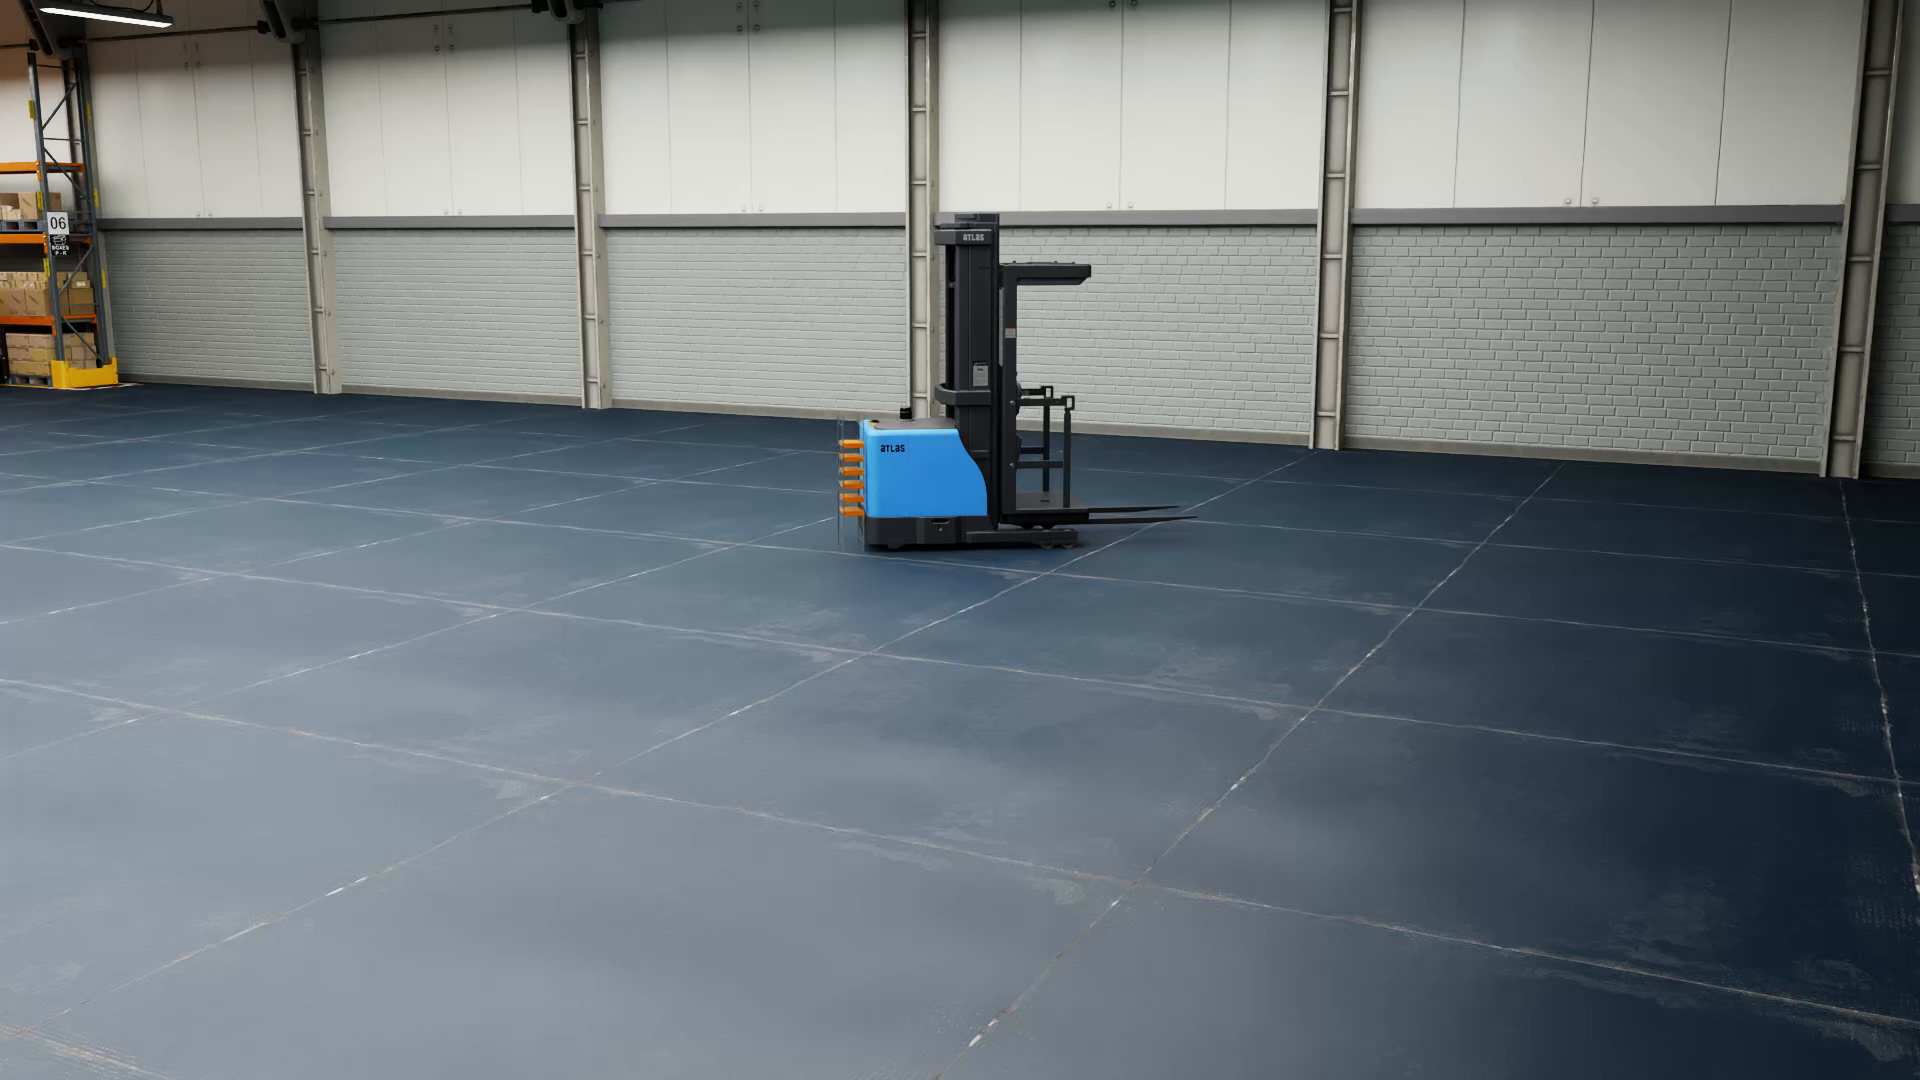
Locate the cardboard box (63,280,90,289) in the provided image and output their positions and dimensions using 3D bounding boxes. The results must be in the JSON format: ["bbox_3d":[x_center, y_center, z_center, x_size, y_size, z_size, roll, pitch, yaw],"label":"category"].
[{"bbox_3d":[-16.648,-4.820,31.338,0.250,0.149,0.380,5,11,24],"label":"cardboard box"}]

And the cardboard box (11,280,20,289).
[{"bbox_3d":[-17.559,-4.801,31.235,0.250,0.149,0.380,5,11,25],"label":"cardboard box"}]

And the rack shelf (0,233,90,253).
[{"bbox_3d":[-18.252,-5.663,31.696,4.000,0.370,1.077,5,11,26],"label":"rack shelf"}]

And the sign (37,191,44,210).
[{"bbox_3d":[-16.711,-6.171,30.216,0.005,0.325,0.100,5,11,26],"label":"sign"}]

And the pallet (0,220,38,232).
[{"bbox_3d":[-18.179,-5.972,31.629,1.213,0.211,1.003,5,11,26],"label":"pallet"}]

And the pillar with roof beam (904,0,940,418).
[{"bbox_3d":[-2.447,-5.428,19.956,0.548,9.000,9.100,5,11,26],"label":"pillar with roof beam"}]

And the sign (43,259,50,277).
[{"bbox_3d":[-16.711,-4.984,30.431,0.005,0.325,0.100,5,11,26],"label":"sign"}]

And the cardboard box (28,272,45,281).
[{"bbox_3d":[-17.108,-4.907,30.985,0.250,0.149,0.380,5,11,26],"label":"cardboard box"}]

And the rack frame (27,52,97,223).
[{"bbox_3d":[-16.459,-7.336,30.494,0.127,3.000,1.000,5,11,26],"label":"rack frame"}]

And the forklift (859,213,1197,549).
[{"bbox_3d":[0.618,-1.457,15.052,3.031,2.935,1.130,-1,10,-8],"label":"forklift"}]

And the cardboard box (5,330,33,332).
[{"bbox_3d":[-18.156,-3.919,32.193,0.500,0.250,0.500,5,11,25],"label":"cardboard box"}]

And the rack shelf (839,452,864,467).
[{"bbox_3d":[-0.962,-0.703,14.644,0.180,0.103,0.258,-2,11,-16],"label":"rack shelf"}]

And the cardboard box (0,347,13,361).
[{"bbox_3d":[-17.951,-3.550,31.561,0.500,0.250,0.500,5,11,25],"label":"cardboard box"}]

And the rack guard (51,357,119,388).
[{"bbox_3d":[-16.437,-3.152,31.240,0.348,0.500,1.175,5,11,26],"label":"rack guard"}]

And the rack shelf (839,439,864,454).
[{"bbox_3d":[-0.961,-0.821,14.623,0.180,0.103,0.258,-2,11,-16],"label":"rack shelf"}]

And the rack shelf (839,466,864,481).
[{"bbox_3d":[-0.963,-0.585,14.665,0.180,0.103,0.258,-2,11,-16],"label":"rack shelf"}]

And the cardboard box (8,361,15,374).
[{"bbox_3d":[-17.906,-3.305,31.612,0.500,0.250,0.500,5,11,26],"label":"cardboard box"}]

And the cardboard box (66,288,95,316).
[{"bbox_3d":[-16.780,-4.516,31.480,0.500,0.500,0.500,5,12,28],"label":"cardboard box"}]

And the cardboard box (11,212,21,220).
[{"bbox_3d":[-17.336,-6.009,30.830,0.250,0.149,0.380,5,11,24],"label":"cardboard box"}]

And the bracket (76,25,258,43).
[{"bbox_3d":[-14.143,-9.012,29.648,4.783,0.066,0.076,5,11,26],"label":"bracket"}]

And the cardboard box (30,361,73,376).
[{"bbox_3d":[-17.020,-3.224,31.161,0.500,0.250,0.500,5,11,26],"label":"cardboard box"}]

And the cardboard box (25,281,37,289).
[{"bbox_3d":[-17.136,-4.750,30.950,0.250,0.149,0.380,5,12,27],"label":"cardboard box"}]

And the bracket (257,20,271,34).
[{"bbox_3d":[-11.833,-8.809,28.527,0.430,0.232,0.235,5,11,26],"label":"bracket"}]

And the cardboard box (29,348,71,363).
[{"bbox_3d":[-17.034,-3.472,31.127,0.500,0.250,0.500,5,11,25],"label":"cardboard box"}]

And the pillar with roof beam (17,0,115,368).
[{"bbox_3d":[-18.589,-6.847,27.793,0.548,9.000,9.100,5,11,26],"label":"pillar with roof beam"}]

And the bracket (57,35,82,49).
[{"bbox_3d":[-16.469,-9.216,30.778,0.430,0.232,0.235,5,11,26],"label":"bracket"}]

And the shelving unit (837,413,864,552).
[{"bbox_3d":[-0.963,-0.511,14.679,0.189,1.200,0.258,-2,11,-16],"label":"shelving unit"}]

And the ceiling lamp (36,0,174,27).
[{"bbox_3d":[-12.082,-9.059,23.626,0.800,3.185,2.000,5,11,26],"label":"ceiling lamp"}]

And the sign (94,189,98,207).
[{"bbox_3d":[-16.208,-6.417,31.163,0.005,0.325,0.100,5,11,26],"label":"sign"}]

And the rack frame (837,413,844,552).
[{"bbox_3d":[-1.051,-0.507,14.654,0.006,1.200,0.240,-2,11,-16],"label":"rack frame"}]

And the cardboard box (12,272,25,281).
[{"bbox_3d":[-17.545,-4.955,31.249,0.250,0.149,0.380,5,11,26],"label":"cardboard box"}]

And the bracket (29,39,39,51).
[{"bbox_3d":[-17.214,-9.282,31.139,0.430,0.232,0.235,5,11,26],"label":"bracket"}]

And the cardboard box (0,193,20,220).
[{"bbox_3d":[-17.838,-6.257,31.217,0.500,0.500,0.700,5,11,26],"label":"cardboard box"}]

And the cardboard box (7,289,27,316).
[{"bbox_3d":[-17.477,-4.472,31.236,0.500,0.500,0.500,5,12,28],"label":"cardboard box"}]

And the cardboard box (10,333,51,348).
[{"bbox_3d":[-17.470,-3.755,31.289,0.500,0.250,0.500,5,12,27],"label":"cardboard box"}]

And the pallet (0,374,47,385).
[{"bbox_3d":[-18.253,-3.161,32.105,1.213,0.211,1.003,5,11,26],"label":"pallet"}]

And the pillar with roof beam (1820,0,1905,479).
[{"bbox_3d":[8.314,-4.483,14.731,0.400,9.000,9.100,5,11,26],"label":"pillar with roof beam"}]

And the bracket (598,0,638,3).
[{"bbox_3d":[-3.382,-8.066,24.424,4.783,0.066,0.076,5,11,26],"label":"bracket"}]

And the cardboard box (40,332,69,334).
[{"bbox_3d":[-17.256,-3.836,31.737,0.500,0.250,0.500,5,11,26],"label":"cardboard box"}]
